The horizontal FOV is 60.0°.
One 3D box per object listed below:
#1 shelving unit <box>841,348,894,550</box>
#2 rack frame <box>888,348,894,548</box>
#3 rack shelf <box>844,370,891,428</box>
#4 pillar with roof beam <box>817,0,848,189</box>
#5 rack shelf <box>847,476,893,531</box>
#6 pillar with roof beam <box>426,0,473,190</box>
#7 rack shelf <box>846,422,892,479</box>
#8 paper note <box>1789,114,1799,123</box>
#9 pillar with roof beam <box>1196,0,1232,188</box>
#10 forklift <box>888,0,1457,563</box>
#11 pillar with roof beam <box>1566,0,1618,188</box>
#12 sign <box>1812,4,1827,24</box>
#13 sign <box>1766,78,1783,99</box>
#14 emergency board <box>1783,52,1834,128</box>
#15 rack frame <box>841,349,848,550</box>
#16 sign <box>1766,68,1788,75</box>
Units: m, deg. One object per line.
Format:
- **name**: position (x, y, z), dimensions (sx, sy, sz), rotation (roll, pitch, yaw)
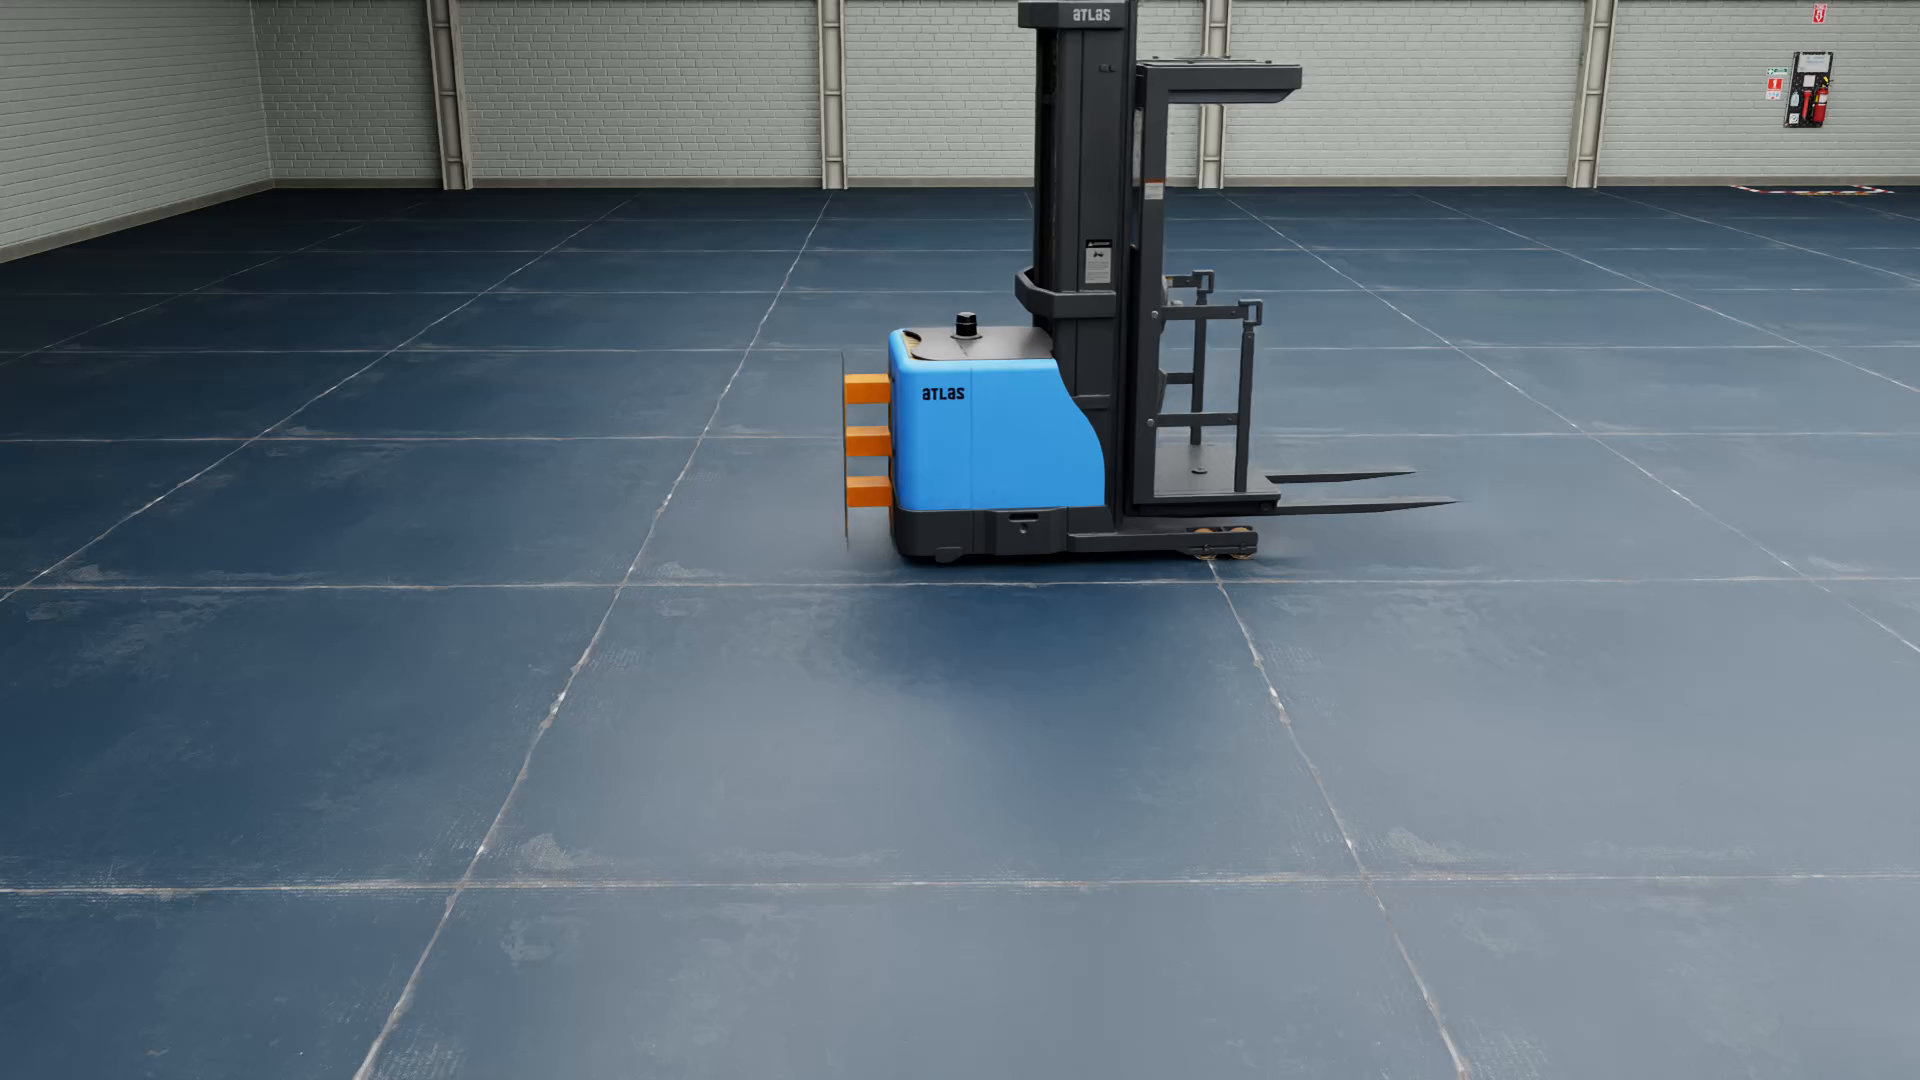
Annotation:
- **shelving unit**: position (-0.489, -0.481, 8.829), dimensions (0.252, 1.050, 0.215), rotation (-2, 18, -6)
- **rack frame**: position (-0.368, -0.485, 8.841), dimensions (0.008, 1.050, 0.200), rotation (-2, 18, -6)
- **rack shelf**: position (-0.489, -0.741, 8.746), dimensions (0.240, 0.259, 0.215), rotation (-2, 18, -6)
- **pillar with roof beam**: position (-1.928, -8.602, 21.131), dimensions (0.400, 9.000, 9.100), rotation (0, 18, -1)
- **rack shelf**: position (-0.489, -0.207, 8.917), dimensions (0.240, 0.259, 0.215), rotation (-2, 18, -6)
- **pillar with roof beam**: position (-7.927, -8.573, 21.041), dimensions (0.400, 9.000, 9.100), rotation (0, 18, -1)
- **rack shelf**: position (-0.489, -0.471, 8.832), dimensions (0.240, 0.259, 0.215), rotation (-2, 18, -6)
- **paper note**: position (13.352, -6.748, 26.613), dimensions (0.142, 0.148, 0.016), rotation (0, 18, -1)
- **pillar with roof beam**: position (4.072, -8.631, 21.221), dimensions (0.400, 9.000, 9.100), rotation (0, 18, -1)
- **forklift**: position (1.144, -1.446, 8.758), dimensions (3.031, 2.935, 1.130), rotation (-2, 18, -6)
- **pillar with roof beam**: position (10.071, -8.660, 21.311), dimensions (0.400, 9.000, 9.100), rotation (0, 18, -1)
- **sign**: position (13.521, -8.281, 26.156), dimensions (0.199, 0.298, 0.001), rotation (0, 18, -1)
- **sign**: position (12.976, -7.193, 26.500), dimensions (0.234, 0.329, 0.001), rotation (0, 18, -1)
- **emergency board**: position (13.531, -7.147, 26.416), dimensions (0.643, 1.169, 0.194), rotation (0, 18, -1)
- **rack frame**: position (-0.610, -0.477, 8.817), dimensions (0.008, 1.050, 0.200), rotation (-2, 18, -6)
- **sign**: position (12.981, -7.442, 26.411), dimensions (0.331, 0.109, 0.001), rotation (0, 18, -1)
